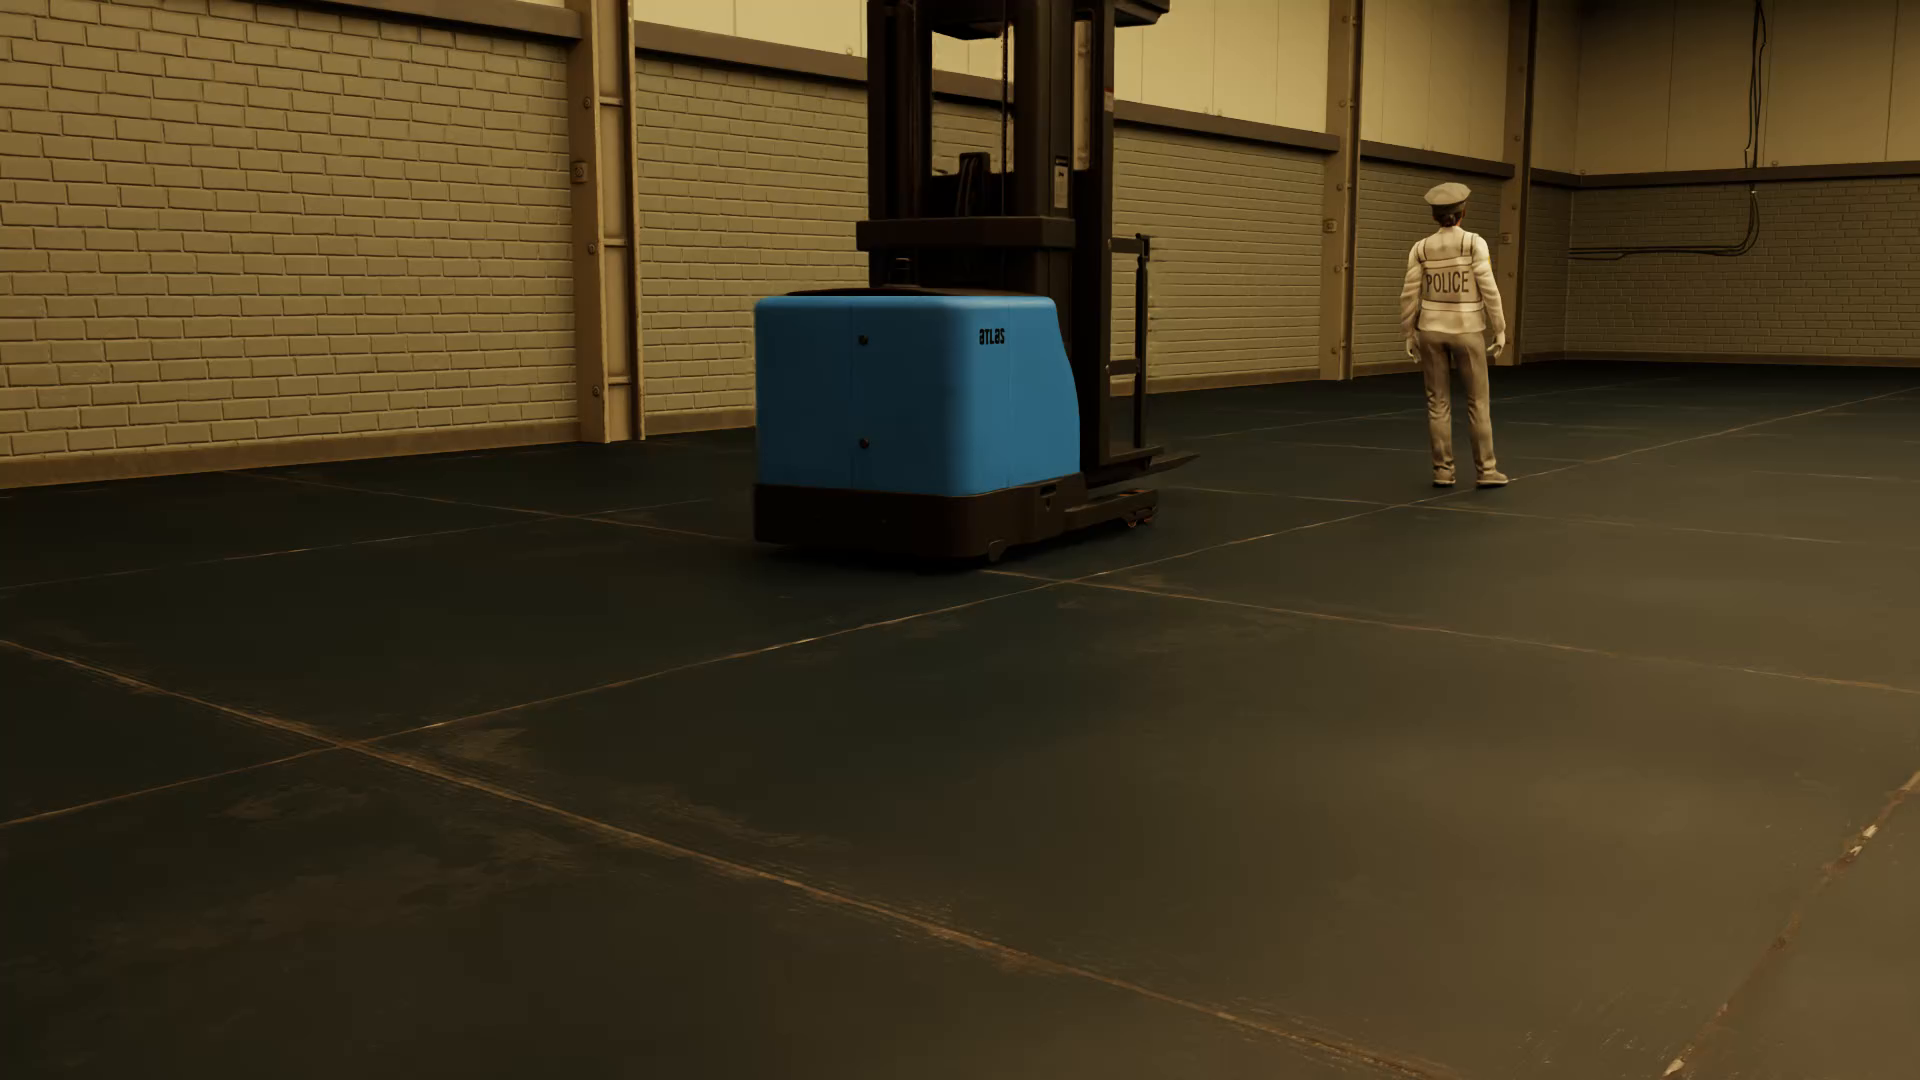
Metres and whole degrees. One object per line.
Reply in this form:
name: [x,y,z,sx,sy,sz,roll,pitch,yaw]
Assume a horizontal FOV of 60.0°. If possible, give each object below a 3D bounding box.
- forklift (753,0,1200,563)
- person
forklift: [0.293,-1.533,7.757,1.130,2.935,3.031,5,9,28]
person: [2.794,-1.153,9.393,0.578,1.698,0.526,5,10,31]
